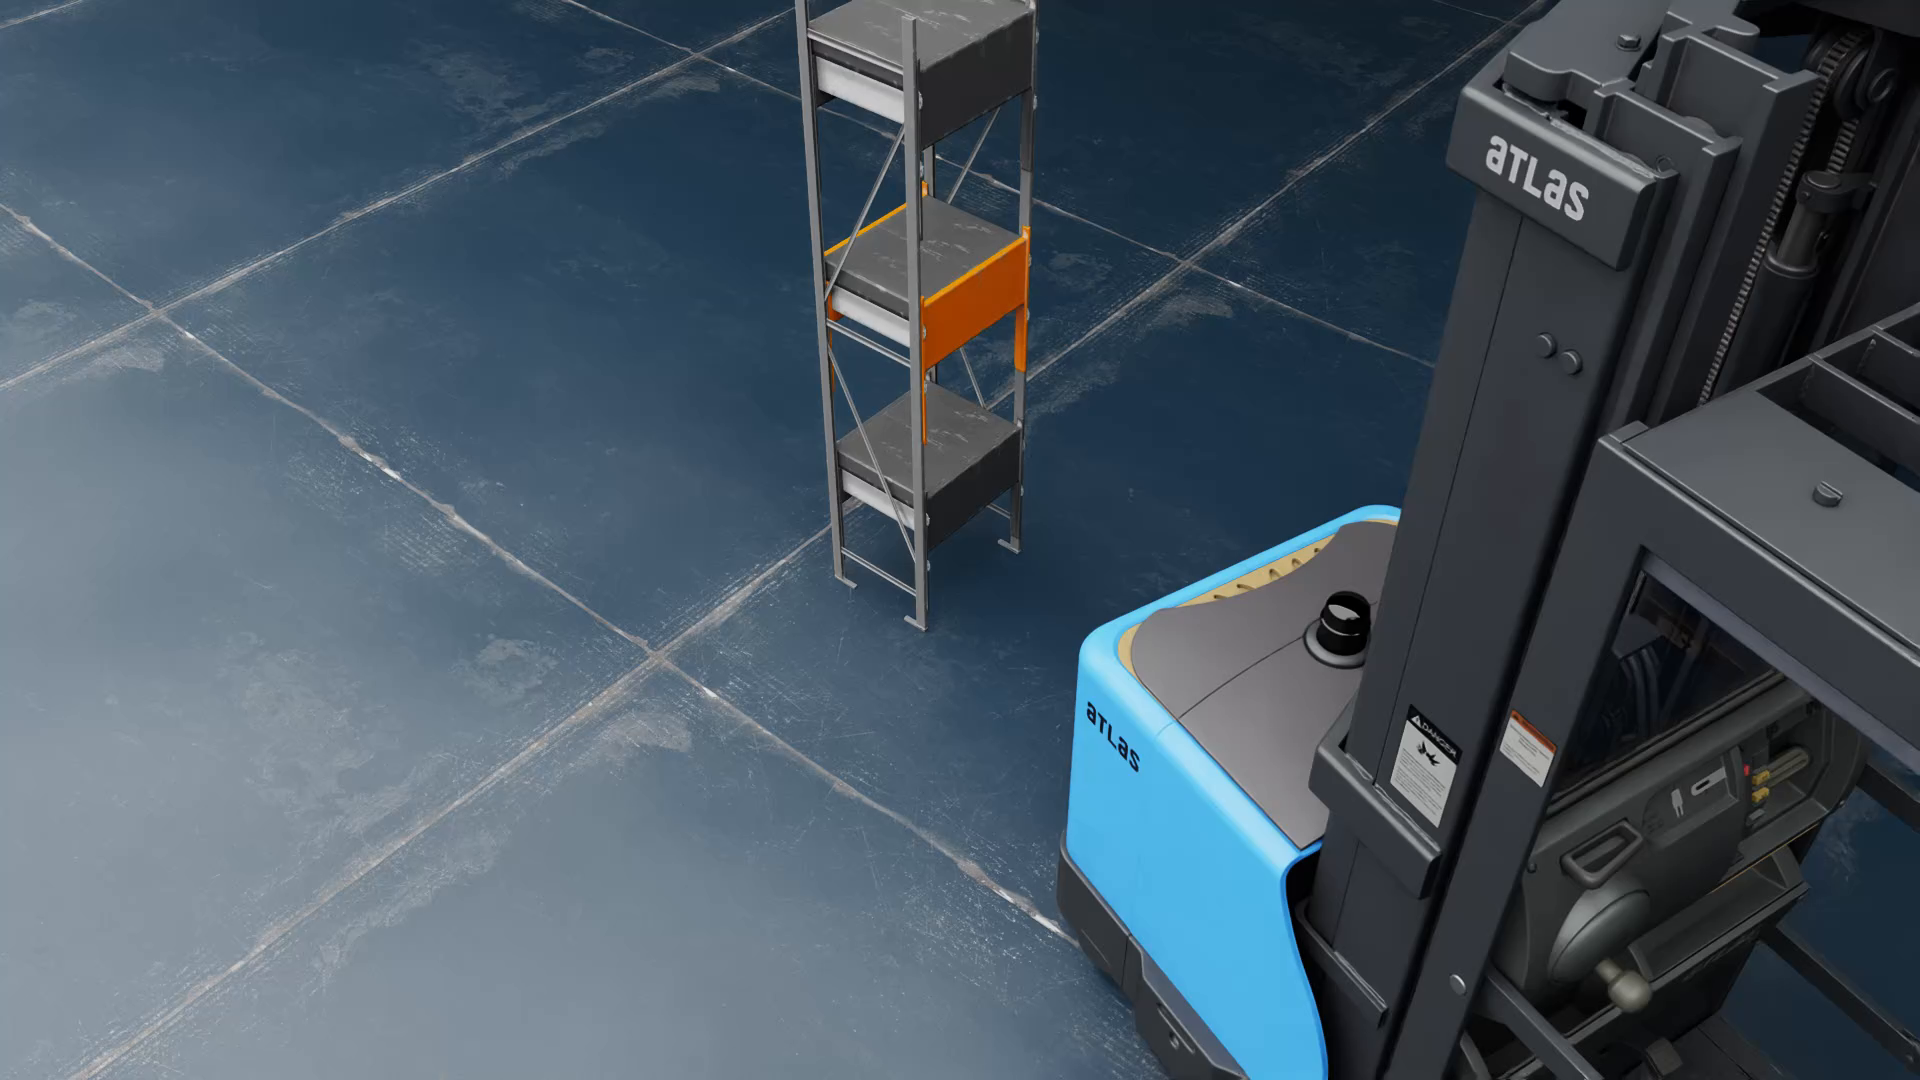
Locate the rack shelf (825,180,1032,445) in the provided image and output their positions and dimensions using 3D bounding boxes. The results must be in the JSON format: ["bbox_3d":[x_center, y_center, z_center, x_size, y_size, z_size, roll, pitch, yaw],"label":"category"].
[{"bbox_3d":[-0.107,-0.682,4.959,0.431,0.518,0.480,29,50,28],"label":"rack shelf"}]

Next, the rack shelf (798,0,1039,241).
[{"bbox_3d":[-0.107,-1.199,4.488,0.431,0.518,0.480,29,50,28],"label":"rack shelf"}]

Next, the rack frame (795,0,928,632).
[{"bbox_3d":[-0.264,-0.566,4.812,0.400,2.100,0.015,29,50,28],"label":"rack frame"}]

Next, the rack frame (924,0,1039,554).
[{"bbox_3d":[0.050,-0.817,5.088,0.400,2.100,0.015,29,50,28],"label":"rack frame"}]

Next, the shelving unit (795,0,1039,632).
[{"bbox_3d":[-0.107,-0.692,4.950,0.431,2.100,0.503,29,50,28],"label":"shelving unit"}]

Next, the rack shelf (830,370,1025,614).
[{"bbox_3d":[-0.107,-0.164,5.430,0.431,0.518,0.480,29,50,28],"label":"rack shelf"}]

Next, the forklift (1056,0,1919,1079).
[{"bbox_3d":[1.465,0.610,2.900,1.130,2.935,3.031,-22,47,-23],"label":"forklift"}]
